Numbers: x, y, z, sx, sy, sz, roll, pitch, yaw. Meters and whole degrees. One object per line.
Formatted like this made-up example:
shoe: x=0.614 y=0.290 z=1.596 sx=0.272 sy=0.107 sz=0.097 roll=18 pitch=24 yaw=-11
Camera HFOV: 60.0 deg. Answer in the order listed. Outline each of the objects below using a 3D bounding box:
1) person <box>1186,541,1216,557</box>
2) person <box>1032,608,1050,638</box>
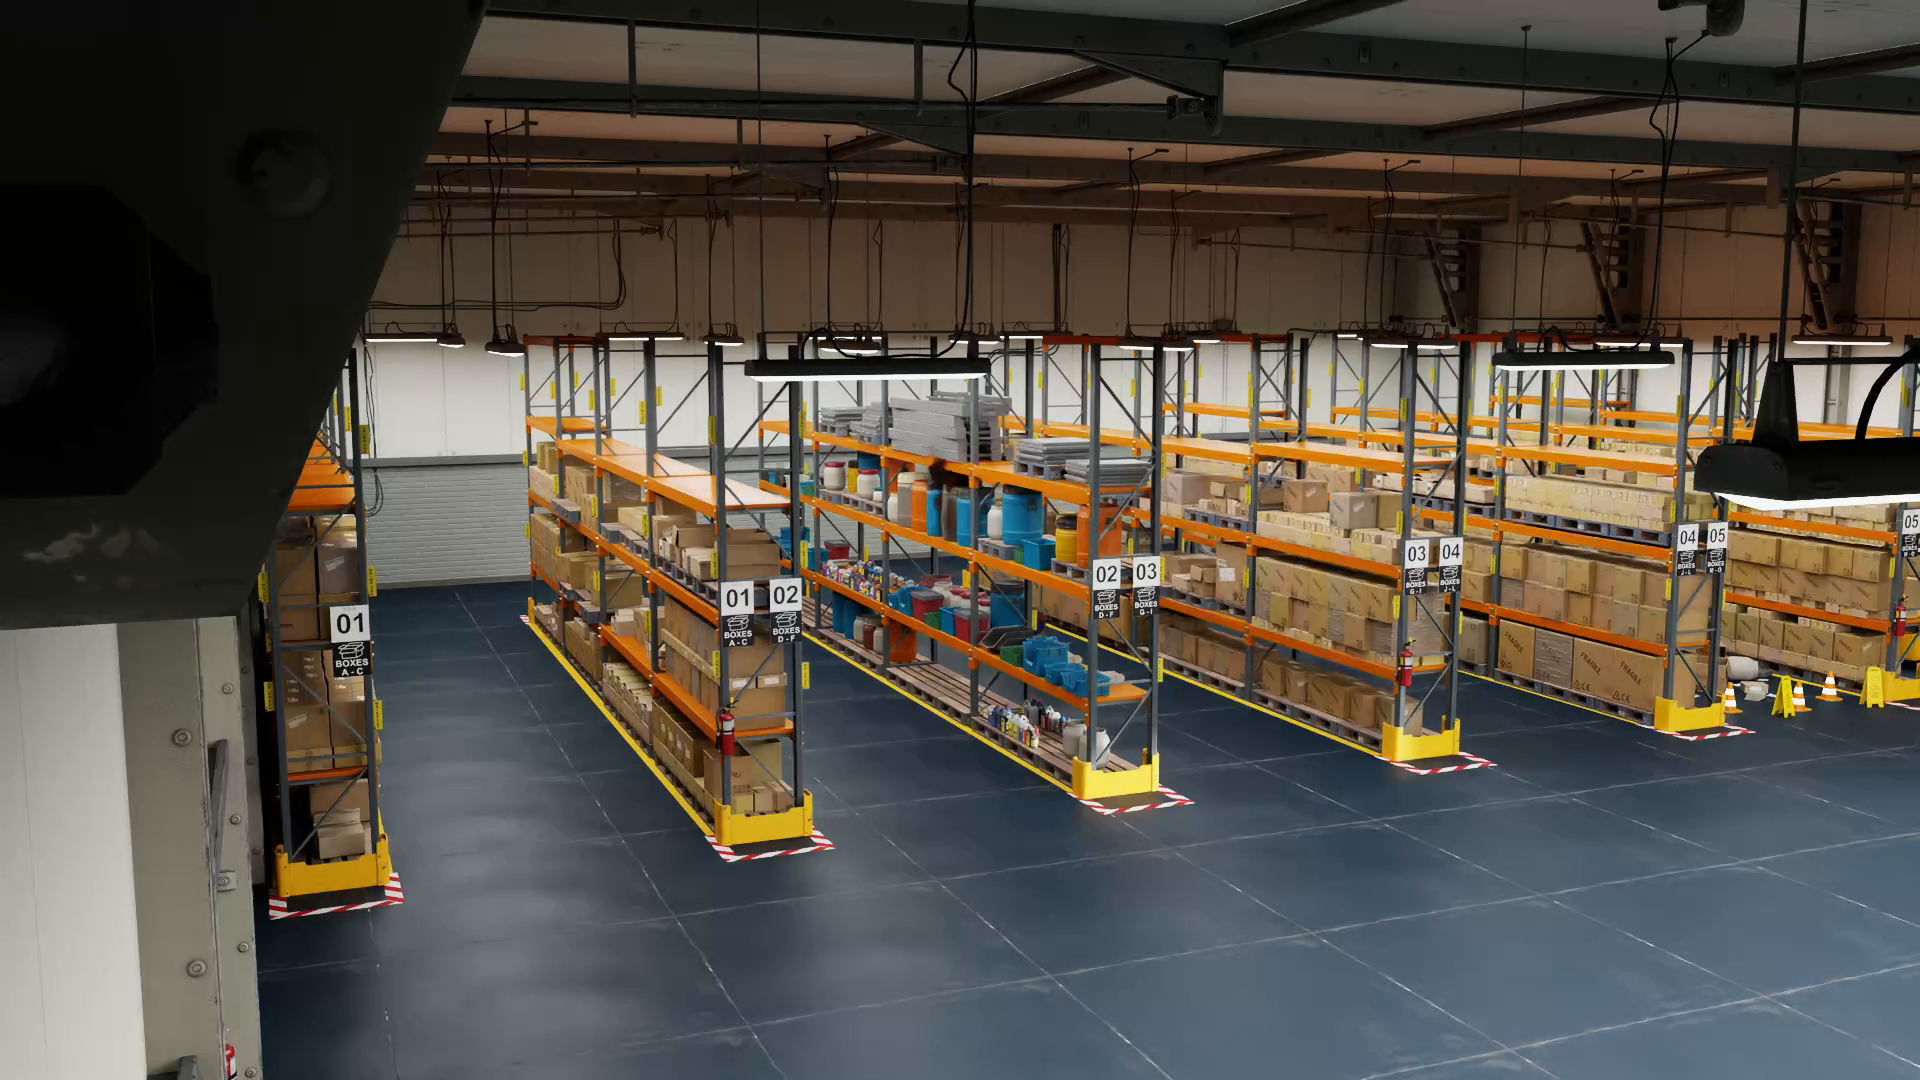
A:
person: x=6.017 y=-0.160 z=41.940 sx=1.053 sy=1.783 sz=0.703 roll=-3 pitch=8 yaw=-24
person: x=1.287 y=1.803 z=28.988 sx=0.570 sy=1.366 sz=0.970 roll=-7 pitch=10 yaw=-40
